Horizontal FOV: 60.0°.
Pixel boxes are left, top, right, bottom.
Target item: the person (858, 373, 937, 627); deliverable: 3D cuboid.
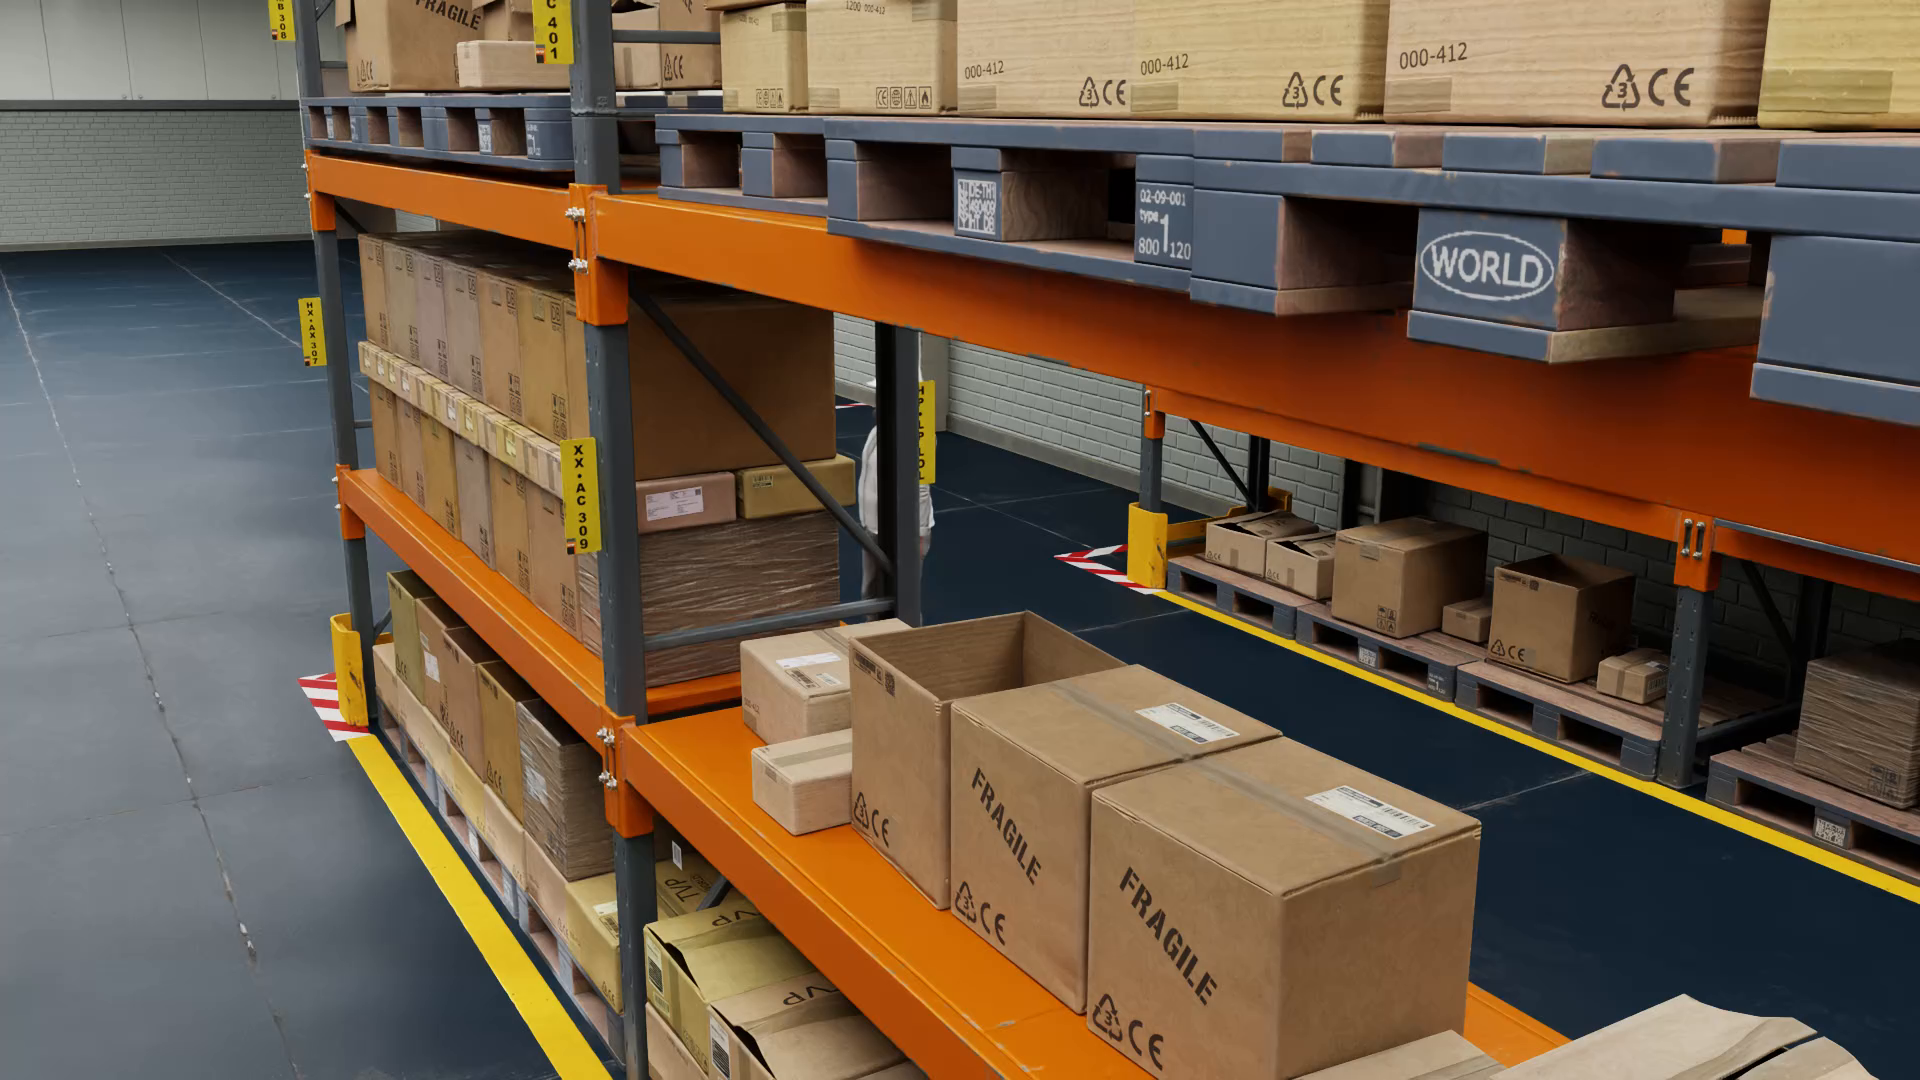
[{"bbox_3d":[-0.357,-0.063,8.669,0.399,1.779,0.576,-7,16,-24],"label":"person"}]
